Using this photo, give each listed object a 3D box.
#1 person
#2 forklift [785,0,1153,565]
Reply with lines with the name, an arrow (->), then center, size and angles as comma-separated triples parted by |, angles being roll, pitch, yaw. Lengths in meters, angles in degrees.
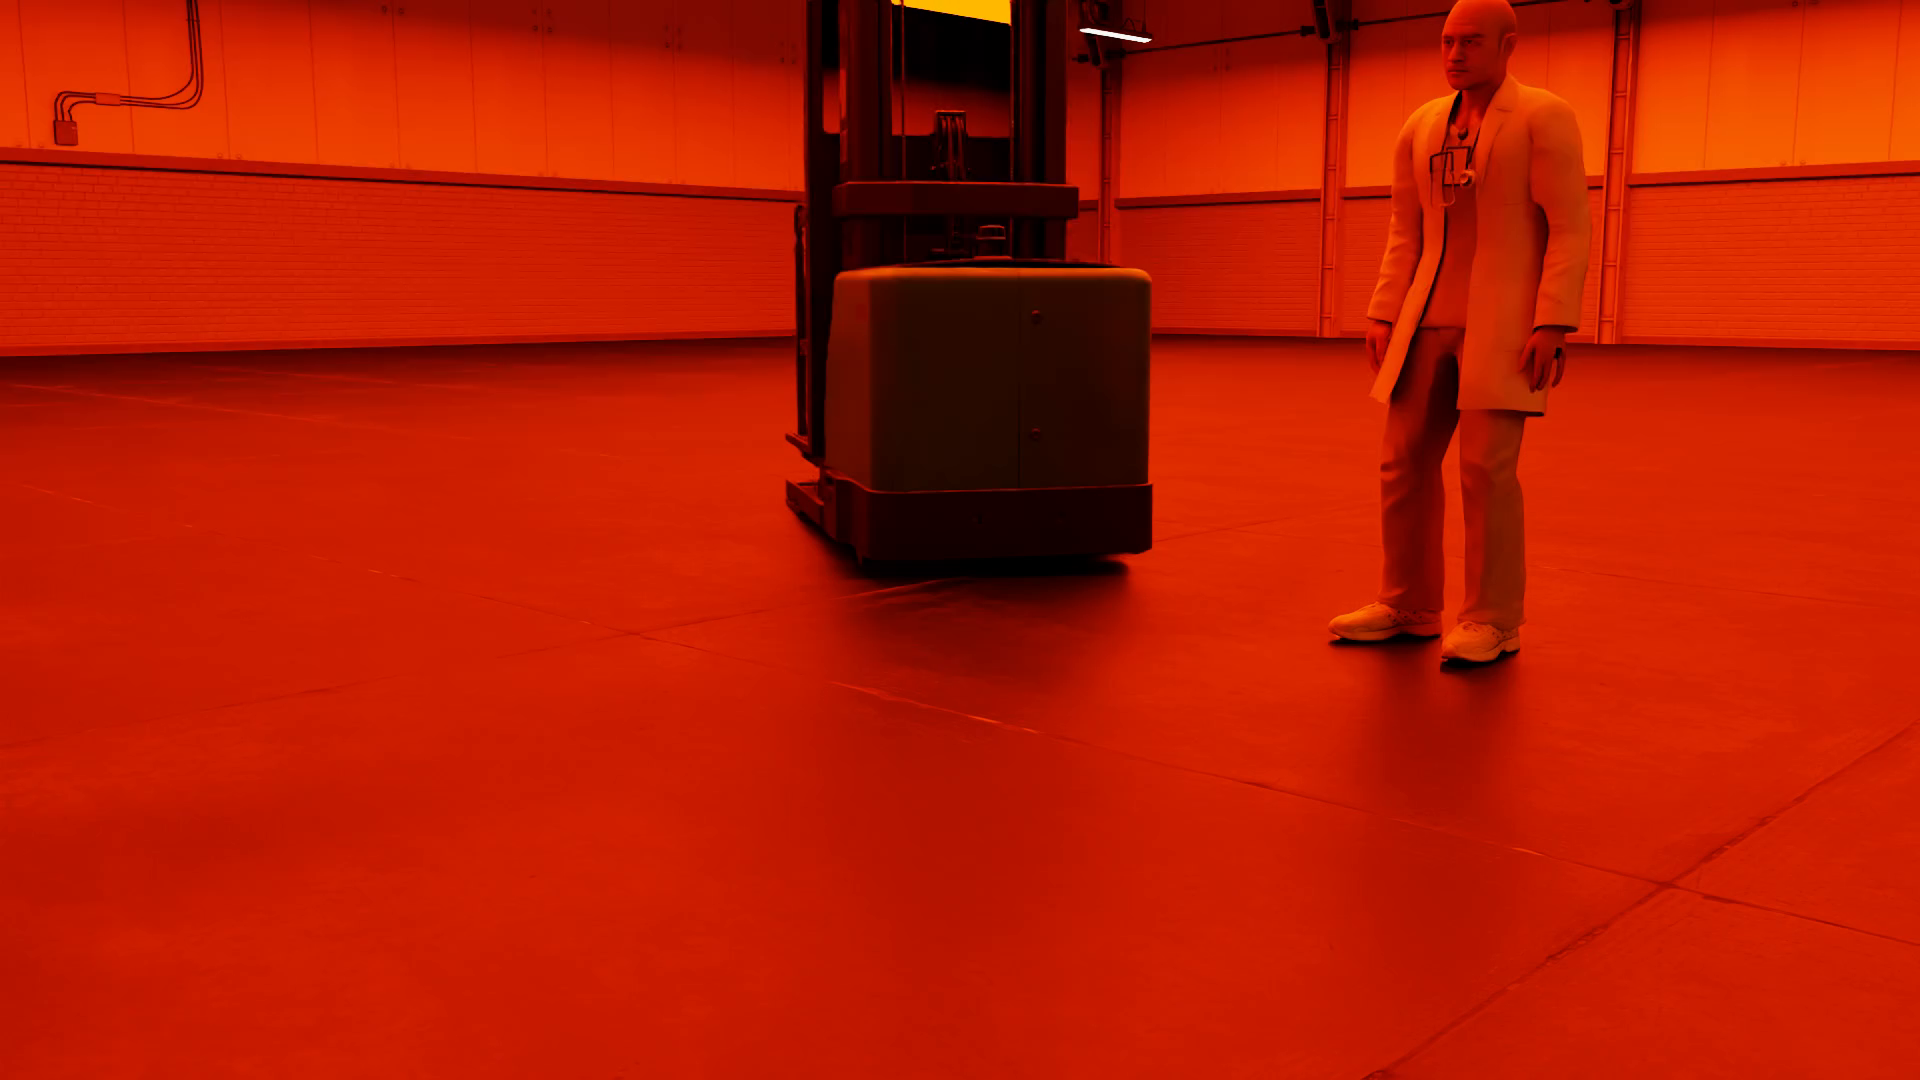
person -> 1.391, -0.570, 4.553 | 0.430, 1.772, 0.647 | -7, 11, -38
forklift -> -0.158, -1.538, 7.085 | 1.130, 2.935, 3.031 | -2, 9, -14
